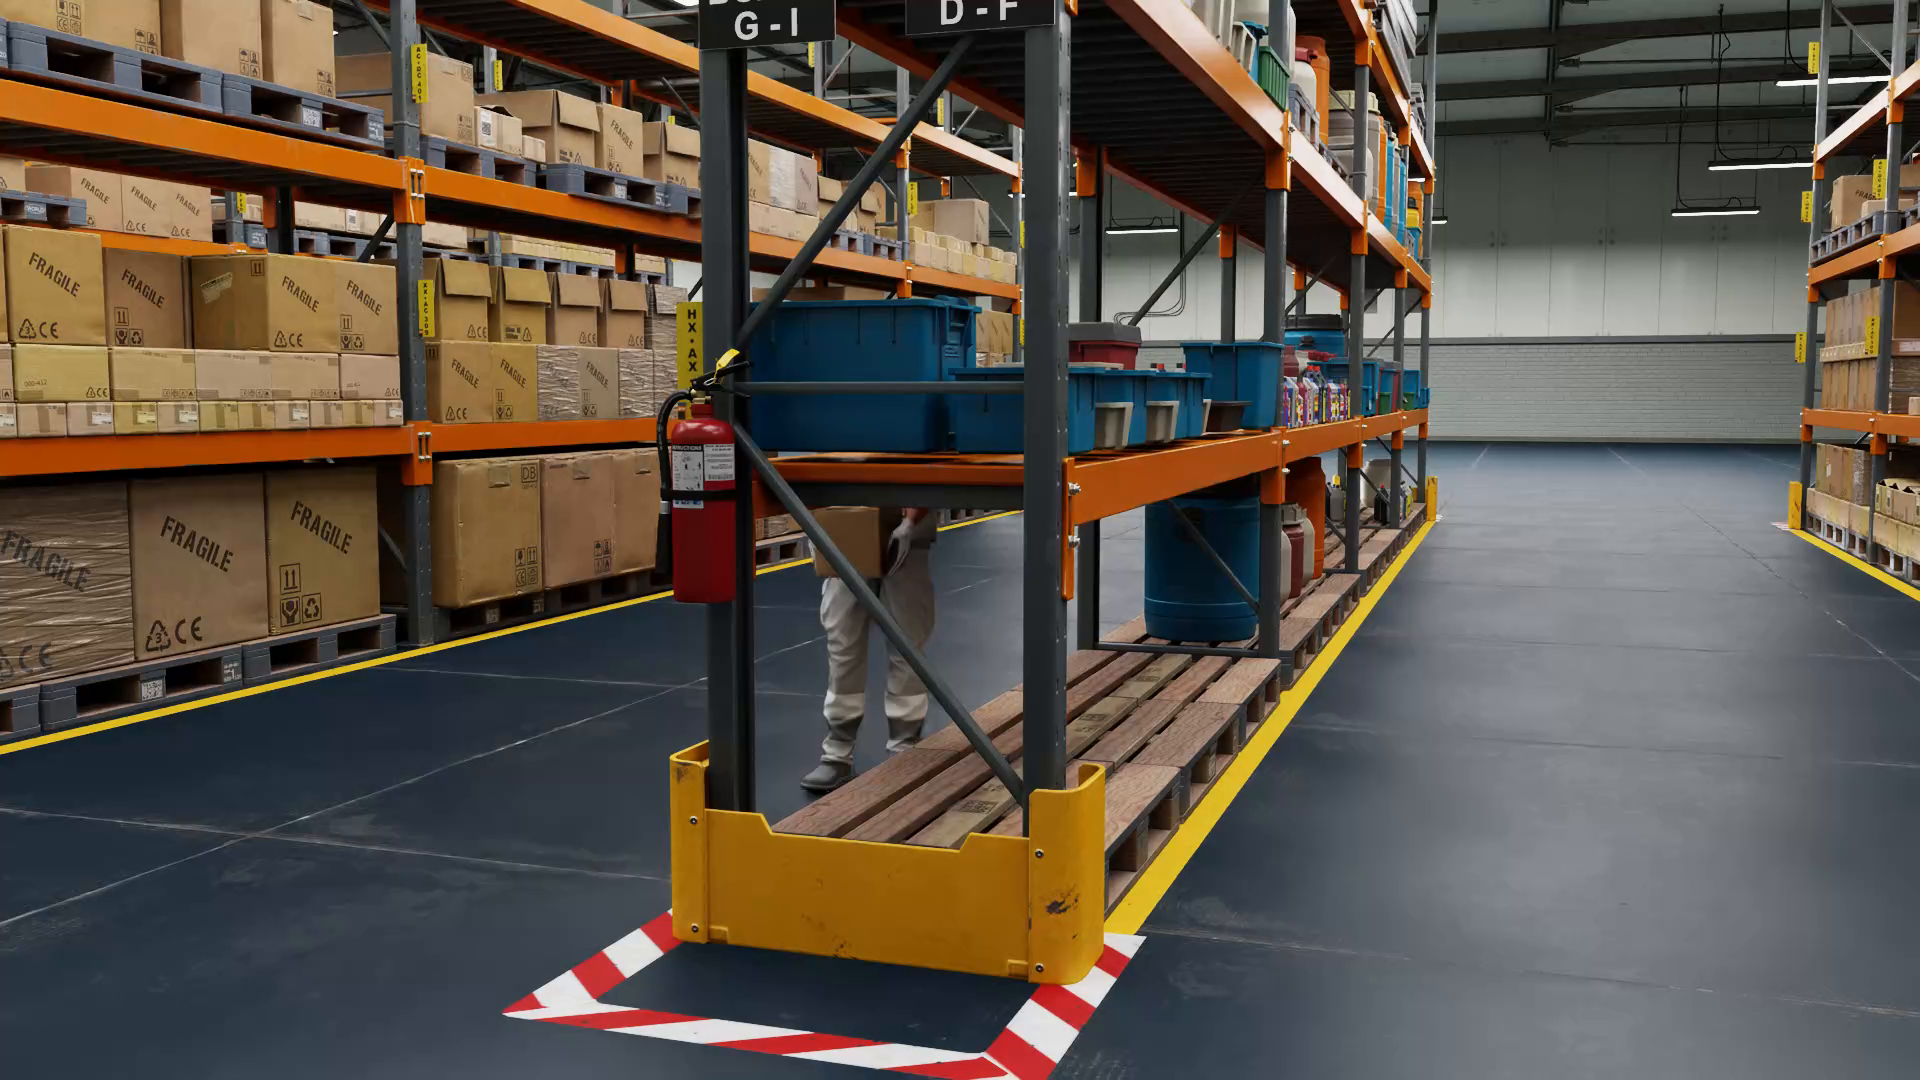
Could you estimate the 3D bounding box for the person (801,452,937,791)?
[{"bbox_3d":[-0.310,0.048,6.243,0.525,1.793,0.538,2,5,19],"label":"person"}]
